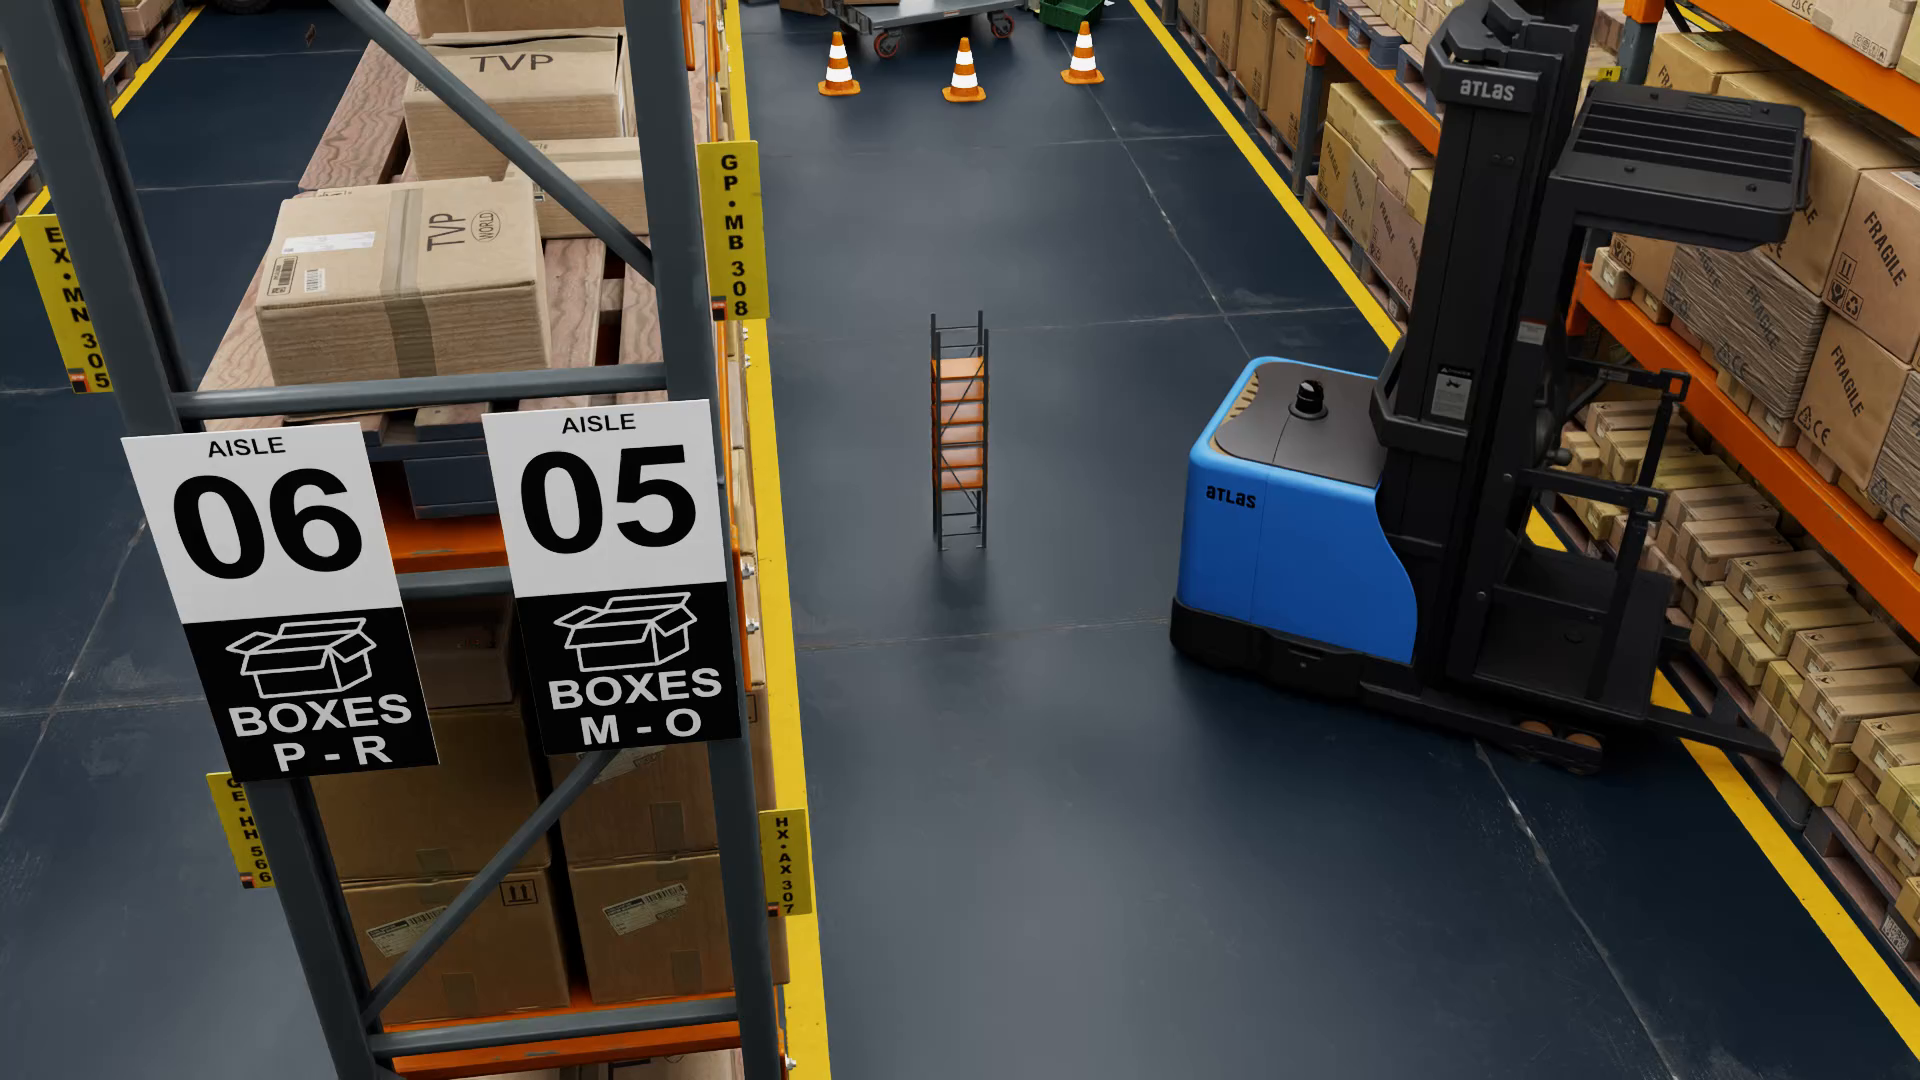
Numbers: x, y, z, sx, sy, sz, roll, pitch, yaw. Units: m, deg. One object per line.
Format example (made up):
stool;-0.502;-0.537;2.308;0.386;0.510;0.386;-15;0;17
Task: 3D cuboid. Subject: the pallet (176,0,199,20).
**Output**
pallet;-7.701;-5.147;15.616;1.003;0.211;1.213;-4;35;-6

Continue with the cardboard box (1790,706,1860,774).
cardboard box;3.447;0.748;6.384;0.380;0.149;0.250;-4;34;-6

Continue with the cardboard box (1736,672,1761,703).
cardboard box;3.473;0.578;6.896;0.380;0.149;0.250;-3;34;-5

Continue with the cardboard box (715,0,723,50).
cardboard box;-1.410;-2.368;8.084;0.500;0.500;0.500;-5;35;-8

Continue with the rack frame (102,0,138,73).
rack frame;-7.468;-5.170;13.173;1.000;3.000;0.127;-4;35;-6

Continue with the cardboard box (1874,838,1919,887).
cardboard box;3.592;1.154;6.052;0.380;0.149;0.250;-5;35;-7

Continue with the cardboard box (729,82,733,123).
cardboard box;-1.464;-2.350;8.724;0.500;0.250;0.500;-5;35;-8

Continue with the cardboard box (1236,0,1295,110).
cardboard box;2.765;-3.826;12.825;1.050;0.750;0.750;-4;34;-6

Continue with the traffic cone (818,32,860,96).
traffic cone;-0.996;-3.914;13.583;0.336;0.463;0.334;-4;35;-6

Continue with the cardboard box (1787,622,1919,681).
cardboard box;3.506;0.469;6.528;0.380;0.149;0.250;-5;35;-8

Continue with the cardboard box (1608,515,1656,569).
cardboard box;3.268;0.000;7.745;0.380;0.149;0.250;-5;35;-7

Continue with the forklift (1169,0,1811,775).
forklift;2.502;-0.590;6.513;3.031;2.935;1.130;14;37;20

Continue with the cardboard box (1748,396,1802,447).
cardboard box;3.356;-0.497;6.539;0.380;0.149;0.250;-3;34;-4

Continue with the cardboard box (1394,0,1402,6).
cardboard box;2.823;-3.355;10.096;0.380;0.149;0.250;-5;35;-8

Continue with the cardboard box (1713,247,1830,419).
cardboard box;3.340;-0.825;6.444;0.500;0.500;0.500;-5;35;-7

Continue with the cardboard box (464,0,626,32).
cardboard box;-1.059;-1.484;4.550;0.500;0.500;0.500;-4;34;-6

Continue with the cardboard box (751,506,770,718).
cardboard box;-0.863;0.252;5.128;0.500;0.500;0.500;-5;35;-7

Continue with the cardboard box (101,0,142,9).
cardboard box;-7.228;-4.708;14.119;0.500;0.250;0.500;-5;35;-7

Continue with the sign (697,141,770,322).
sign;-0.386;-0.524;2.845;0.100;0.325;0.005;-4;35;-6

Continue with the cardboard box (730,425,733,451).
cardboard box;-0.790;-0.234;4.377;0.380;0.149;0.250;-5;35;-8

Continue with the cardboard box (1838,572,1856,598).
cardboard box;3.883;0.255;7.106;0.380;0.149;0.250;-6;35;-9

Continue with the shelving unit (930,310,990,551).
shelving unit;-0.002;-0.504;7.924;0.258;1.200;0.189;-4;35;-6

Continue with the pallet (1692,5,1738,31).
pallet;7.376;-4.712;14.977;1.003;0.211;1.213;-4;35;-6

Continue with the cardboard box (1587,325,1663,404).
cardboard box;3.580;-1.088;9.030;0.500;0.500;0.500;-3;34;-5

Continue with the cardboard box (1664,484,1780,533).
cardboard box;3.377;-0.109;7.377;0.380;0.149;0.250;-5;35;-8

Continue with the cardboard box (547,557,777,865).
cardboard box;-0.719;0.404;4.017;0.500;0.500;0.500;-5;35;-7

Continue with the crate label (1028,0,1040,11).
crate label;0.663;-5.048;15.536;0.250;0.136;0.298;27;43;34

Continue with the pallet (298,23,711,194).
pallet;-1.214;-1.150;4.689;1.003;0.211;1.213;-4;35;-6

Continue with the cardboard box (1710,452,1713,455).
cardboard box;3.823;-0.332;7.968;0.380;0.149;0.250;-6;35;-9

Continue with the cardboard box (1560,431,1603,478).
cardboard box;3.149;-0.407;8.078;0.380;0.149;0.250;-3;34;-4

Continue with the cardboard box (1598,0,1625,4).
cardboard box;3.605;-2.957;9.248;0.380;0.149;0.250;-3;34;-5

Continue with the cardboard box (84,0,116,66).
cardboard box;-7.387;-4.072;13.298;0.875;0.625;0.625;-3;34;-4

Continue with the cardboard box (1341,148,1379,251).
cardboard box;2.792;-2.194;10.652;0.500;0.500;0.500;-4;34;-6

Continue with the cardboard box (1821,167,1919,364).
cardboard box;3.426;-0.964;5.761;0.500;0.500;0.500;-6;35;-8

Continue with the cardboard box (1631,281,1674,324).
cardboard box;3.239;-1.090;7.409;0.380;0.149;0.250;-3;34;-5

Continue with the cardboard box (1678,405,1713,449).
cardboard box;3.723;-0.578;8.065;0.380;0.149;0.250;-3;34;-5

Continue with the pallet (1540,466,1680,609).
pallet;3.542;0.009;8.049;1.003;0.211;1.213;-4;35;-6

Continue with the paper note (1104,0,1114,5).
paper note;1.353;-5.060;15.647;0.142;0.020;0.147;27;43;34

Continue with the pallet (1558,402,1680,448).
pallet;3.311;-0.797;9.233;1.003;0.211;1.213;-4;35;-6

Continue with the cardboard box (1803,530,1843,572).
cardboard box;3.923;-0.005;7.224;0.380;0.149;0.250;-6;35;-9

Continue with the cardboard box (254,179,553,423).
cardboard box;-1.086;-0.489;3.311;0.500;0.250;0.500;-7;35;-11

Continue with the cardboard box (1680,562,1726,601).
cardboard box;3.387;0.167;7.236;0.380;0.149;0.250;-3;34;-4

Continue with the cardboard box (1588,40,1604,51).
cardboard box;3.064;-2.481;8.549;0.380;0.149;0.250;-4;35;-7

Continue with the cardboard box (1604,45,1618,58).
cardboard box;3.674;-2.547;8.909;0.380;0.149;0.250;-3;34;-4

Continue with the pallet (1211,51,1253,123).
pallet;2.687;-3.720;13.521;1.003;0.211;1.213;-4;35;-6

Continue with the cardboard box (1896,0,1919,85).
cardboard box;3.411;-1.552;5.333;0.500;0.250;0.500;-3;34;-4

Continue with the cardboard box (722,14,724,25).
cardboard box;-2.377;-3.943;13.332;0.950;0.372;0.625;-2;34;-3

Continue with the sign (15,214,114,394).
sign;-1.476;-0.391;2.781;0.100;0.325;0.005;-4;35;-6

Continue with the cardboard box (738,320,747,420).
cardboard box;-0.999;-0.729;5.680;0.500;0.500;0.500;-4;34;-6

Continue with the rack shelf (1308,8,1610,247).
rack shelf;3.148;-2.334;9.650;1.077;0.370;4.000;-4;35;-6

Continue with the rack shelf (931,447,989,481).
rack shelf;-0.002;-0.368;8.017;0.258;0.103;0.180;-4;35;-6

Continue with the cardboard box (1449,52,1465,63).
cardboard box;2.953;-2.667;9.350;0.380;0.149;0.250;-5;35;-8

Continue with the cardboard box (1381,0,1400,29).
cardboard box;2.812;-3.252;10.208;0.380;0.149;0.250;-3;34;-4

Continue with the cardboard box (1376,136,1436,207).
cardboard box;2.854;-2.235;10.046;0.500;0.250;0.500;-4;34;-6

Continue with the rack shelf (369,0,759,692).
rack shelf;-1.206;-0.910;4.897;1.077;0.370;4.000;-4;35;-6

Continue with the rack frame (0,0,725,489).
rack frame;-0.937;-1.331;2.212;1.000;3.000;0.127;-4;35;-6

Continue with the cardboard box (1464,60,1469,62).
cardboard box;2.987;-2.650;9.062;0.380;0.149;0.250;-4;35;-6

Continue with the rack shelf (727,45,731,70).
rack shelf;-2.281;-4.135;12.293;1.077;0.370;4.000;-4;35;-6

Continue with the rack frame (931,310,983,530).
rack frame;-0.014;-0.555;7.999;0.240;1.200;0.006;-4;35;-6

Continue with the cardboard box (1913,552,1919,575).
cardboard box;3.522;0.090;5.678;0.380;0.149;0.250;-6;35;-8
